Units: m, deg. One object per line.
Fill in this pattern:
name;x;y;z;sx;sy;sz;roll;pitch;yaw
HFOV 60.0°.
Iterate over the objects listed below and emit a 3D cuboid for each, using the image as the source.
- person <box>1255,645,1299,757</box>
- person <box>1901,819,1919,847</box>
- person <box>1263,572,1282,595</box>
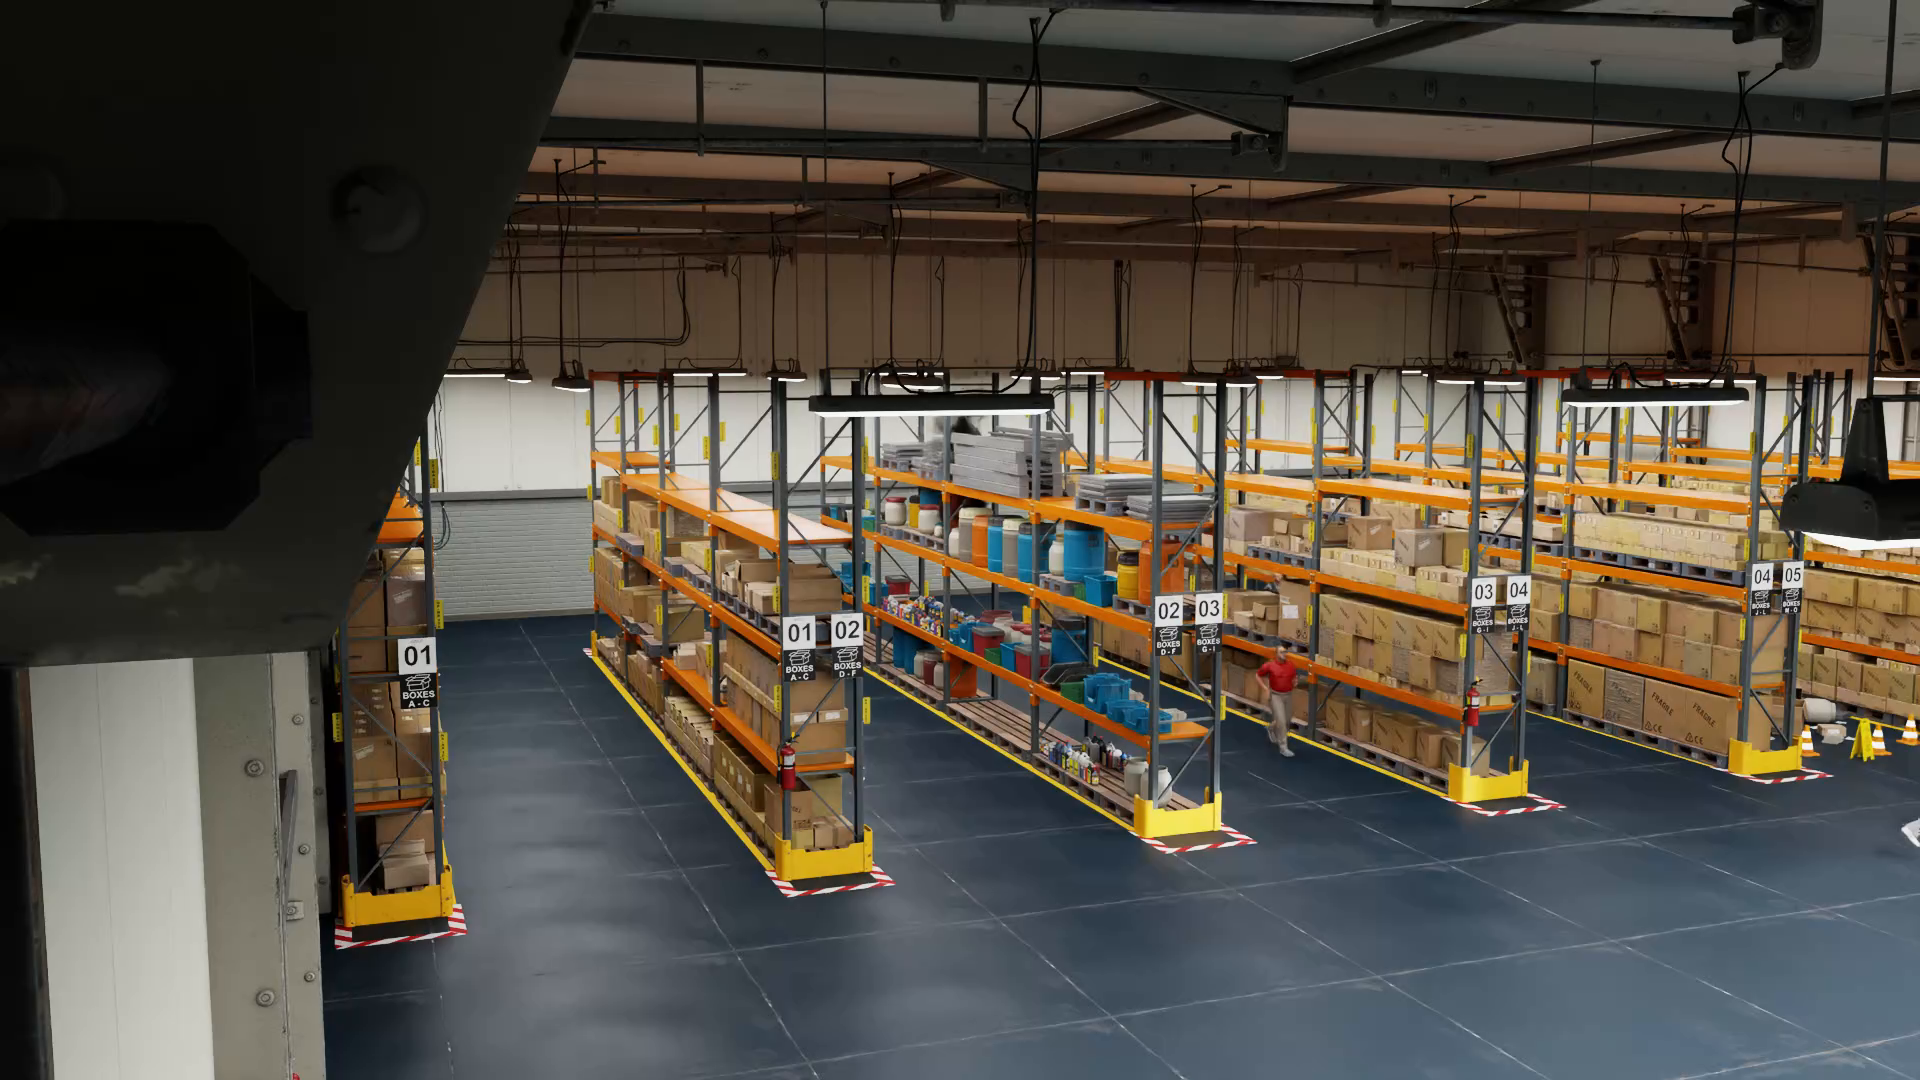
person;5.093;2.522;26.453;0.672;1.701;0.932;-3;7;-22
person;12.405;3.167;20.915;0.929;1.644;0.574;2;7;15
person;6.792;1.520;35.549;0.652;1.731;0.862;-2;7;-15
